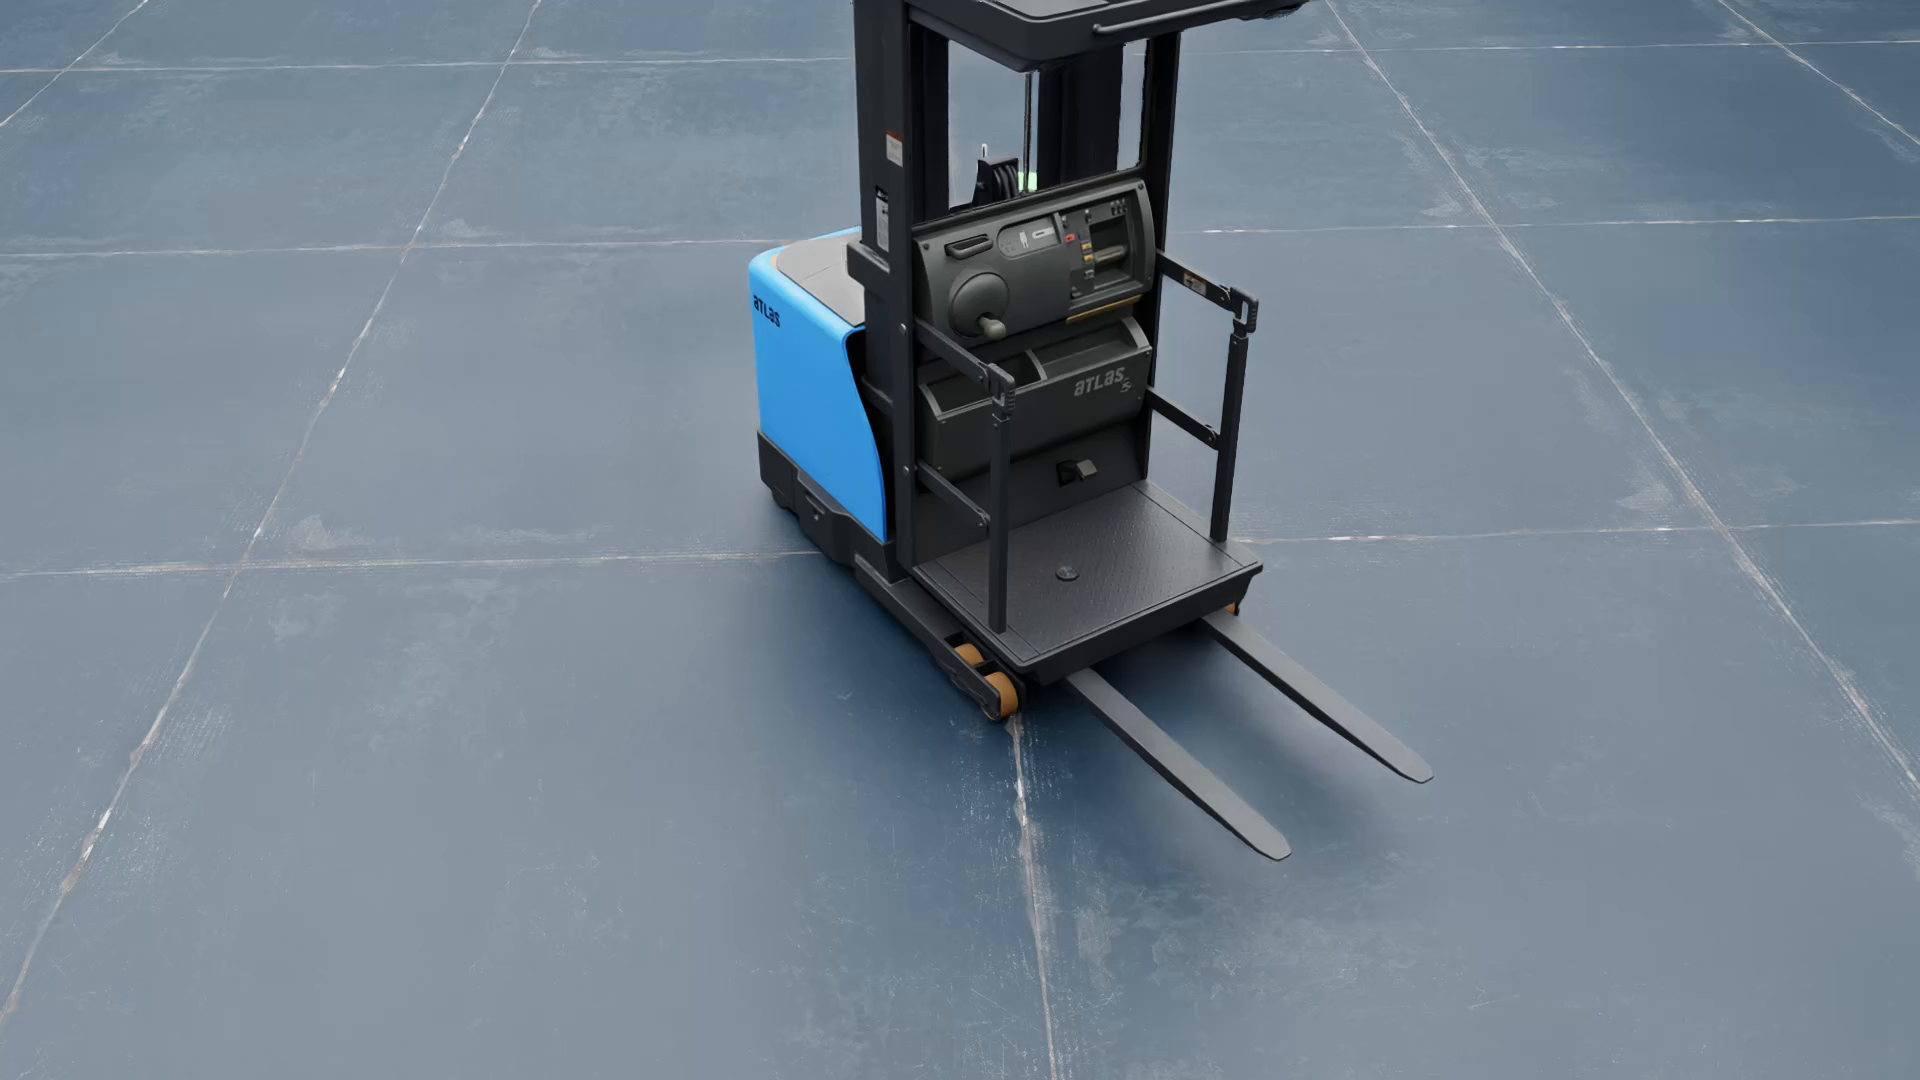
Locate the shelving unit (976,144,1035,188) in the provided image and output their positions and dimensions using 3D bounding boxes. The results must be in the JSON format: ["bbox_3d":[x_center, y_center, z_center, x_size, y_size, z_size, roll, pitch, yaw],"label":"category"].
[{"bbox_3d":[0.330,-1.110,7.299,0.503,1.200,0.258,4,35,5],"label":"shelving unit"}]

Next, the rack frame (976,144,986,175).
[{"bbox_3d":[0.088,-1.126,7.322,0.015,1.200,0.240,4,35,5],"label":"rack frame"}]

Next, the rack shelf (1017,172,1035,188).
[{"bbox_3d":[0.330,-1.452,7.062,0.480,0.148,0.258,4,35,5],"label":"rack shelf"}]

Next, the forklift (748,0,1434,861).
[{"bbox_3d":[0.391,-0.885,5.453,1.130,2.935,3.031,-21,40,-27],"label":"forklift"}]
